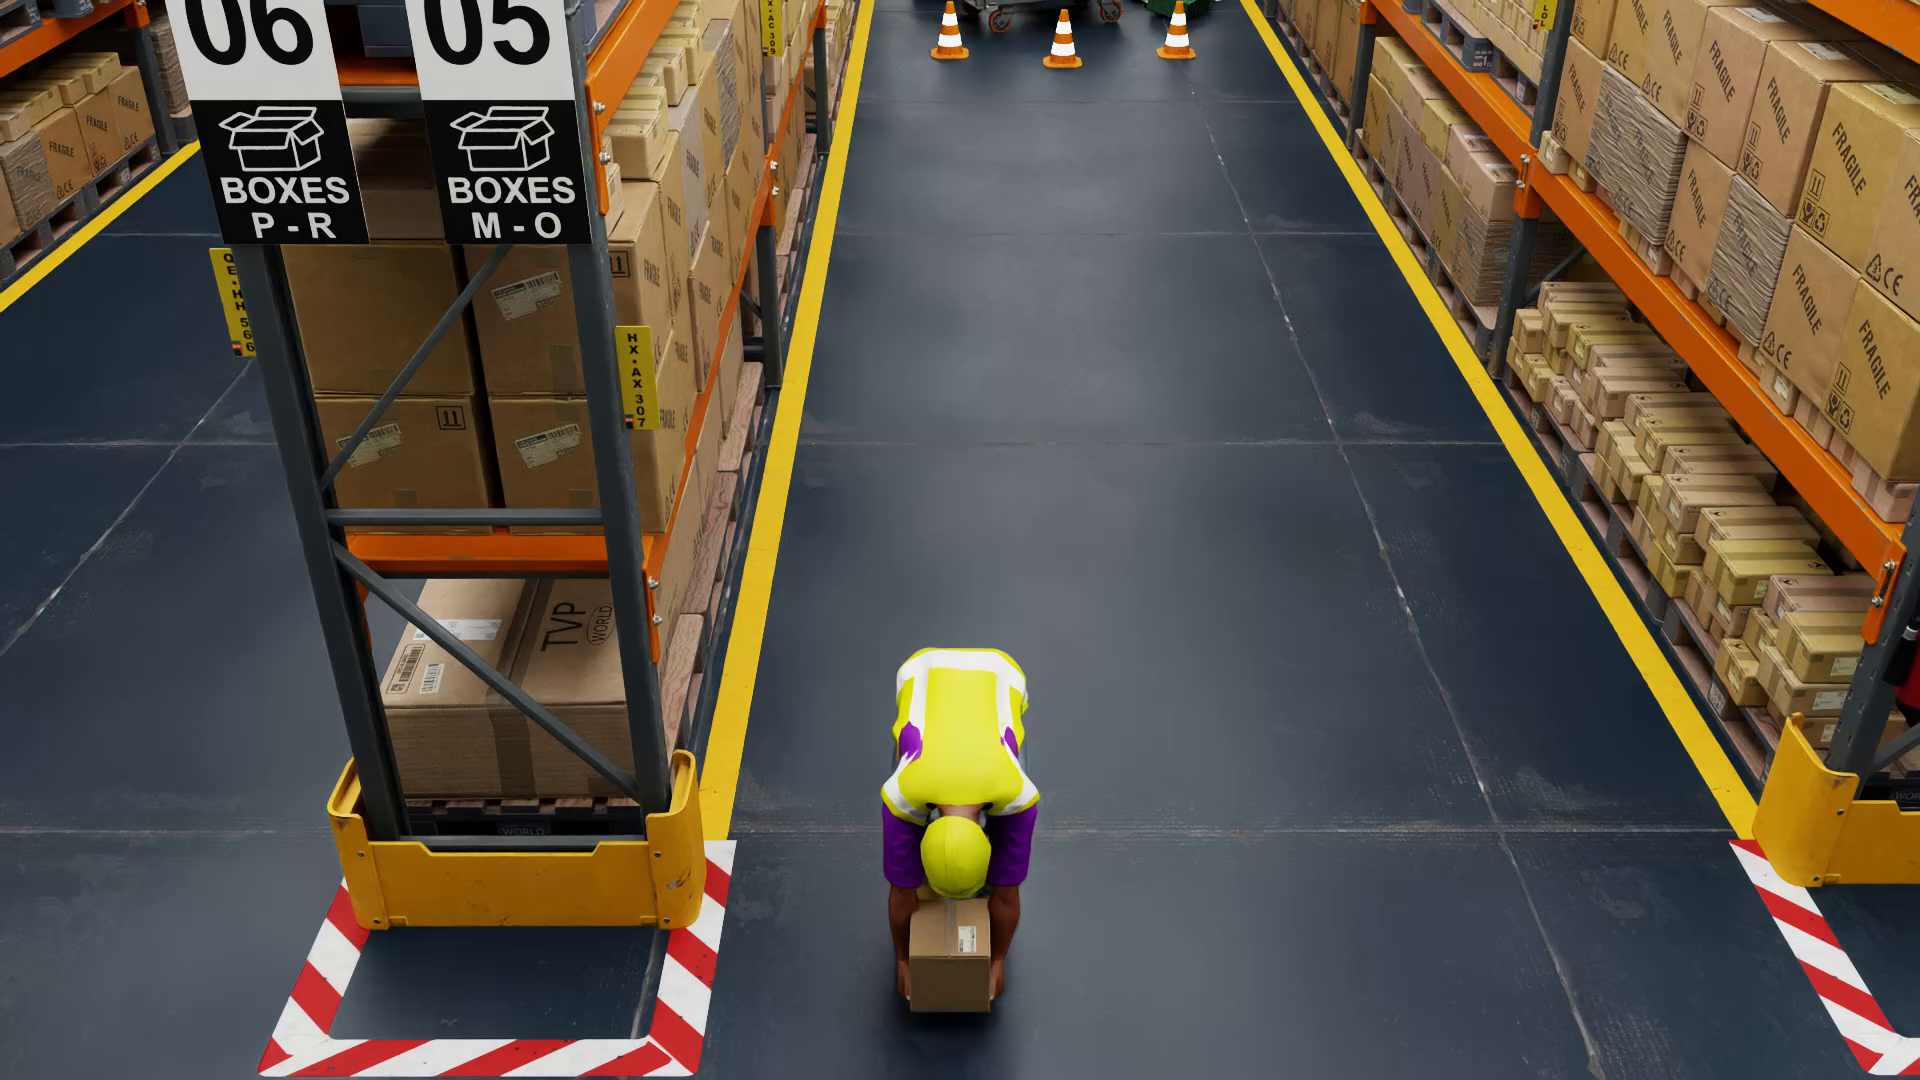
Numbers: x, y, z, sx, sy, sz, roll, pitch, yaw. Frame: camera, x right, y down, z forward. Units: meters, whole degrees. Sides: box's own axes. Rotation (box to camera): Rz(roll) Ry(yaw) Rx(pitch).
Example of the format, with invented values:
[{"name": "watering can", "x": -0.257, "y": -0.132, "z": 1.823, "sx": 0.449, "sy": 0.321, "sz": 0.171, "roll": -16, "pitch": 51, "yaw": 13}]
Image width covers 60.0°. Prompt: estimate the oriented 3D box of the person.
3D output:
[{"name": "person", "x": -0.002, "y": 0.926, "z": 5.331, "sx": 0.496, "sy": 0.993, "sz": 0.974, "roll": 1, "pitch": 31, "yaw": 2}]
